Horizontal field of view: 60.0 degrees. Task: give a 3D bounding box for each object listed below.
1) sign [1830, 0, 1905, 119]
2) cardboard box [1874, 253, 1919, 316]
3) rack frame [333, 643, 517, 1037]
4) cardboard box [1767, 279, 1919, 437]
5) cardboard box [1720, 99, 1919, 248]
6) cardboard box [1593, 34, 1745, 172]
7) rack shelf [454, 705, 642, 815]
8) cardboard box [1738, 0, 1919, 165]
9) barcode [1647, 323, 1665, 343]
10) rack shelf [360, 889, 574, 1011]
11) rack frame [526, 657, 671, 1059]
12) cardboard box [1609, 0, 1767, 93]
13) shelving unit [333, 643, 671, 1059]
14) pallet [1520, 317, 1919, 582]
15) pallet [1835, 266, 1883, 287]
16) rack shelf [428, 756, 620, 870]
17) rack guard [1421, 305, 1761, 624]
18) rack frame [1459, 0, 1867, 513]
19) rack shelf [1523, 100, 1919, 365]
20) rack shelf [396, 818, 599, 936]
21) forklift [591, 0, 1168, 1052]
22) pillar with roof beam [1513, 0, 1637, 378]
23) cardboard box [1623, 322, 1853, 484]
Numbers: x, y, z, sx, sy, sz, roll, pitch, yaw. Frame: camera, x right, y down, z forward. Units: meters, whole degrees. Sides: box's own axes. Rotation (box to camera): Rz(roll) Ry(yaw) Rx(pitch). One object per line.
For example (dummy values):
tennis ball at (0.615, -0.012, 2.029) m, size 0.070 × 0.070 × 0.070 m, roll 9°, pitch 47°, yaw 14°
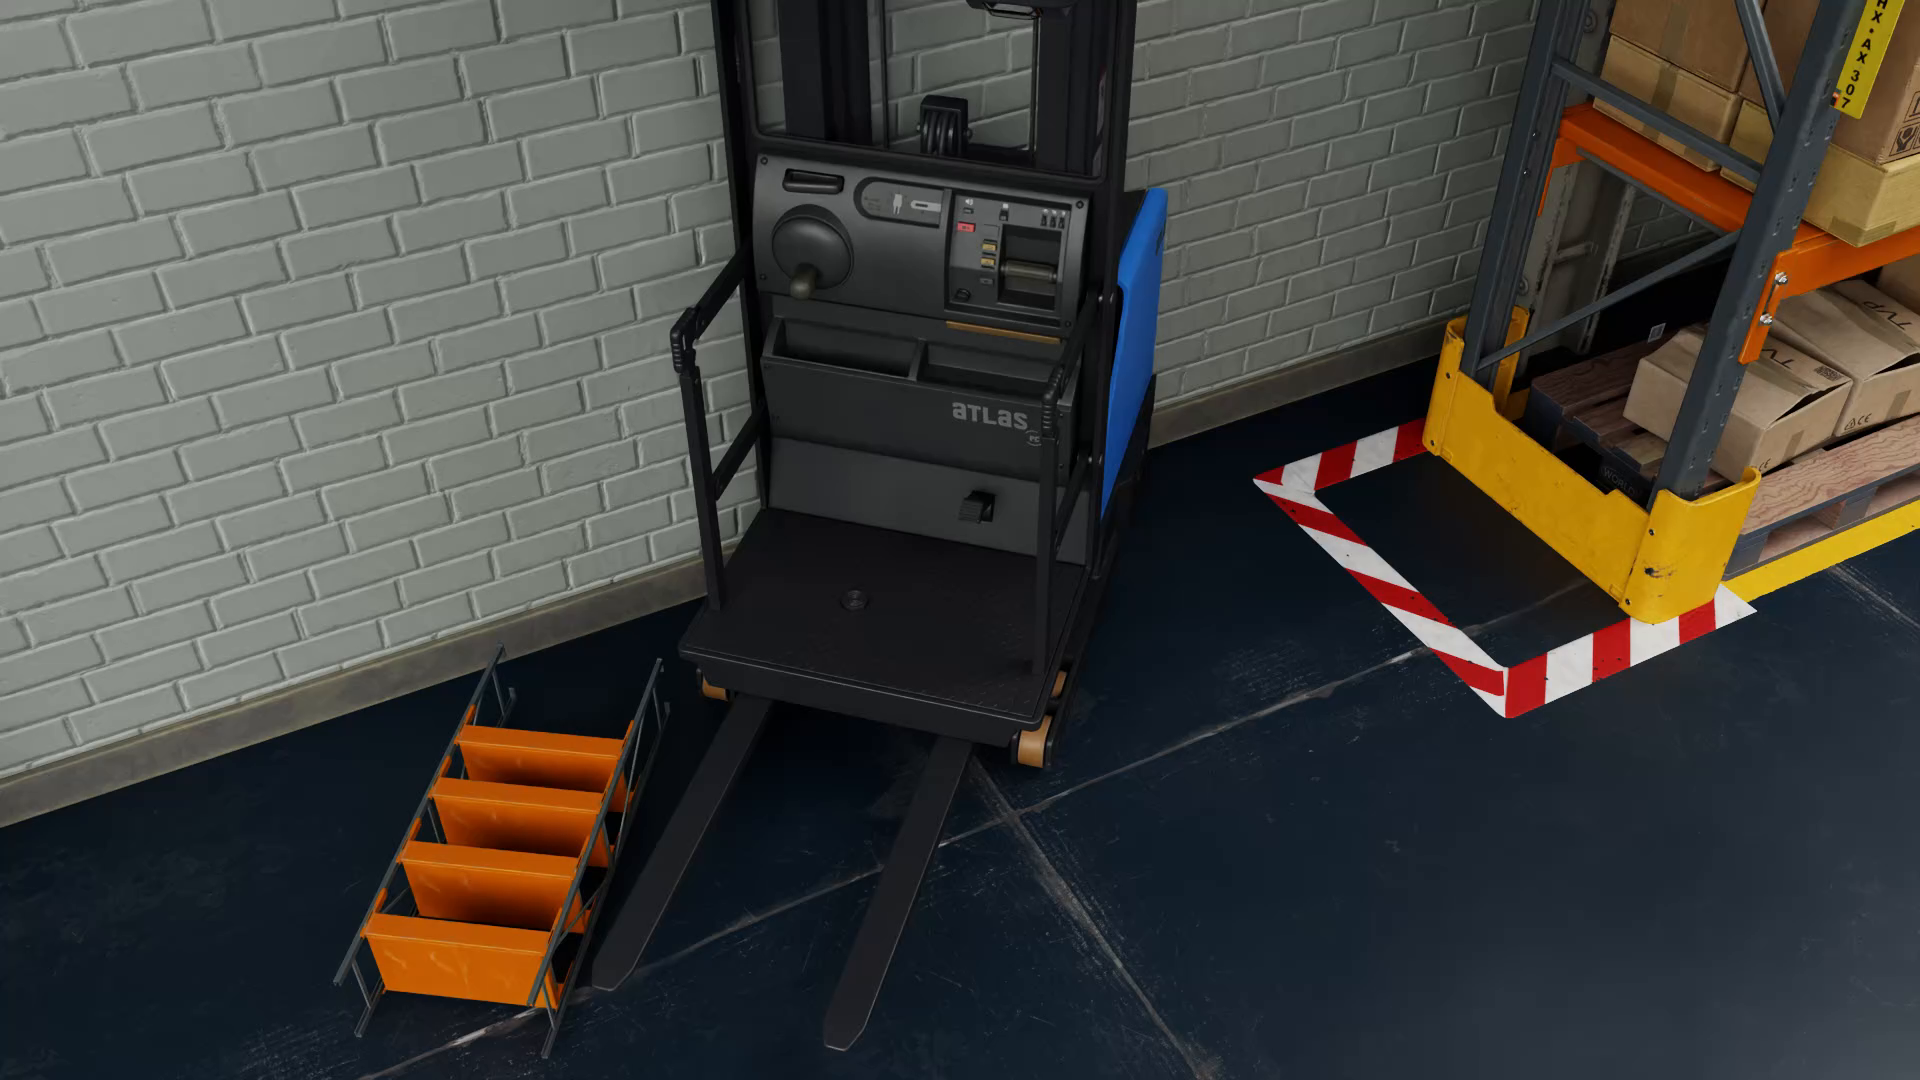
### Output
sign at (2.299, -1.239, 4.222) m, size 0.005 × 0.325 × 0.100 m, roll -19°, pitch 44°, yaw -21°
cardboard box at (3.883, -0.949, 6.143) m, size 0.500 × 0.500 × 0.700 m, roll -21°, pitch 45°, yaw -23°
rack frame at (-1.449, 0.785, 4.595) m, size 0.015 × 0.240 × 1.200 m, roll 5°, pitch 40°, yaw 6°
cardboard box at (3.209, -0.686, 5.979) m, size 0.500 × 0.311 × 0.500 m, roll -15°, pitch 43°, yaw -17°
cardboard box at (2.628, -1.133, 4.868) m, size 0.500 × 0.250 × 0.500 m, roll -20°, pitch 44°, yaw -22°
cardboard box at (2.373, -1.420, 5.207) m, size 0.500 × 0.250 × 0.500 m, roll -18°, pitch 43°, yaw -20°
rack shelf at (-1.173, 0.634, 4.773) m, size 0.480 × 0.258 × 0.148 m, roll 5°, pitch 40°, yaw 6°
cardboard box at (2.611, -1.426, 4.633) m, size 0.500 × 0.500 × 0.500 m, roll -19°, pitch 44°, yaw -21°
barcode at (2.535, -0.754, 6.053) m, size 0.075 × 0.075 × 0.001 m, roll -19°, pitch 44°, yaw -21°
rack shelf at (-1.257, 1.057, 4.274) m, size 0.480 × 0.258 × 0.148 m, roll 5°, pitch 40°, yaw 6°
rack frame at (-0.965, 0.825, 4.548) m, size 0.015 × 0.240 × 1.200 m, roll 5°, pitch 40°, yaw 6°
cardboard box at (2.368, -1.718, 4.979) m, size 0.500 × 0.500 × 0.500 m, roll -19°, pitch 44°, yaw -21°
shelving unit at (-1.207, 0.805, 4.572) m, size 0.503 × 0.258 × 1.200 m, roll 5°, pitch 40°, yaw 6°
pallet at (2.853, -0.400, 6.059) m, size 1.213 × 0.211 × 1.003 m, roll -19°, pitch 44°, yaw -21°
pallet at (3.933, -0.761, 6.486) m, size 1.213 × 0.211 × 1.003 m, roll -19°, pitch 44°, yaw -21°
rack shelf at (-1.198, 0.762, 4.623) m, size 0.480 × 0.258 × 0.148 m, roll 5°, pitch 40°, yaw 6°
rack guard at (2.116, -0.288, 5.703) m, size 0.348 × 0.500 × 1.175 m, roll -19°, pitch 44°, yaw -21°
rack frame at (2.048, -1.219, 4.869) m, size 0.127 × 3.000 × 1.000 m, roll -19°, pitch 44°, yaw -21°
rack shelf at (3.822, -1.542, 5.806) m, size 4.000 × 0.370 × 1.077 m, roll -19°, pitch 44°, yaw -21°
rack shelf at (-1.227, 0.905, 4.453) m, size 0.480 × 0.258 × 0.148 m, roll 5°, pitch 40°, yaw 6°
forklift at (-0.173, -0.729, 4.342) m, size 1.130 × 2.935 × 3.031 m, roll 10°, pitch 41°, yaw 12°
pillar with roof beam at (4.258, -1.747, 0.849) m, size 0.400 × 9.000 × 9.100 m, roll -19°, pitch 44°, yaw -21°
cardboard box at (2.703, -0.516, 5.778) m, size 0.500 × 0.311 × 0.500 m, roll -24°, pitch 46°, yaw -25°
